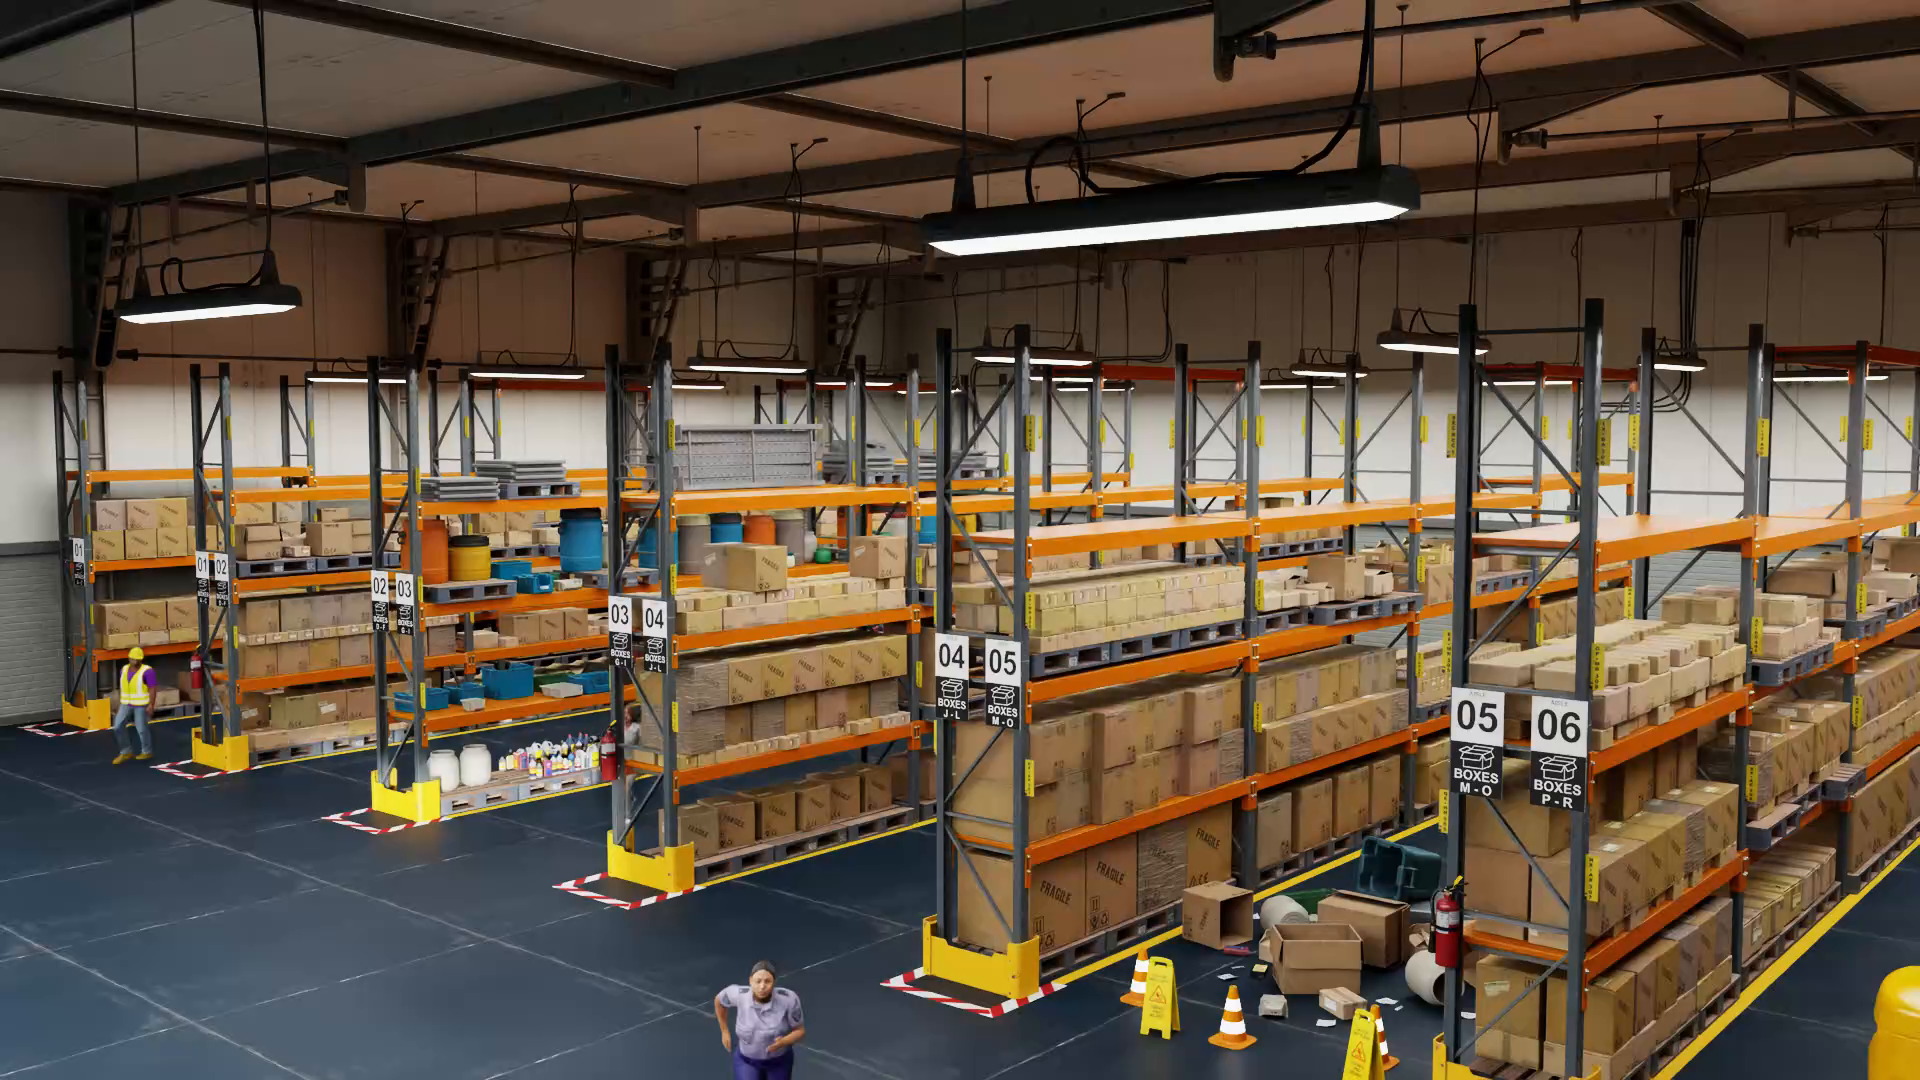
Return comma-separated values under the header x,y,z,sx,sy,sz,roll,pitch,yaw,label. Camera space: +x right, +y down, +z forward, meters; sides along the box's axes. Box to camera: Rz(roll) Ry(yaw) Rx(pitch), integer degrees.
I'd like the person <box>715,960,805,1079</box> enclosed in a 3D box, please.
x,y,z,sx,sy,sz,roll,pitch,yaw,label
-1.343,3.574,11.203,0.591,1.573,0.708,-1,4,-10,person

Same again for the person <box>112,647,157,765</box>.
x,y,z,sx,sy,sz,roll,pitch,yaw,label
-12.416,2.483,25.057,0.663,1.770,0.587,0,4,2,person

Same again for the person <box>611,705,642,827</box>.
x,y,z,sx,sy,sz,roll,pitch,yaw,label
-4.250,2.870,21.132,0.514,1.566,0.500,0,4,6,person
